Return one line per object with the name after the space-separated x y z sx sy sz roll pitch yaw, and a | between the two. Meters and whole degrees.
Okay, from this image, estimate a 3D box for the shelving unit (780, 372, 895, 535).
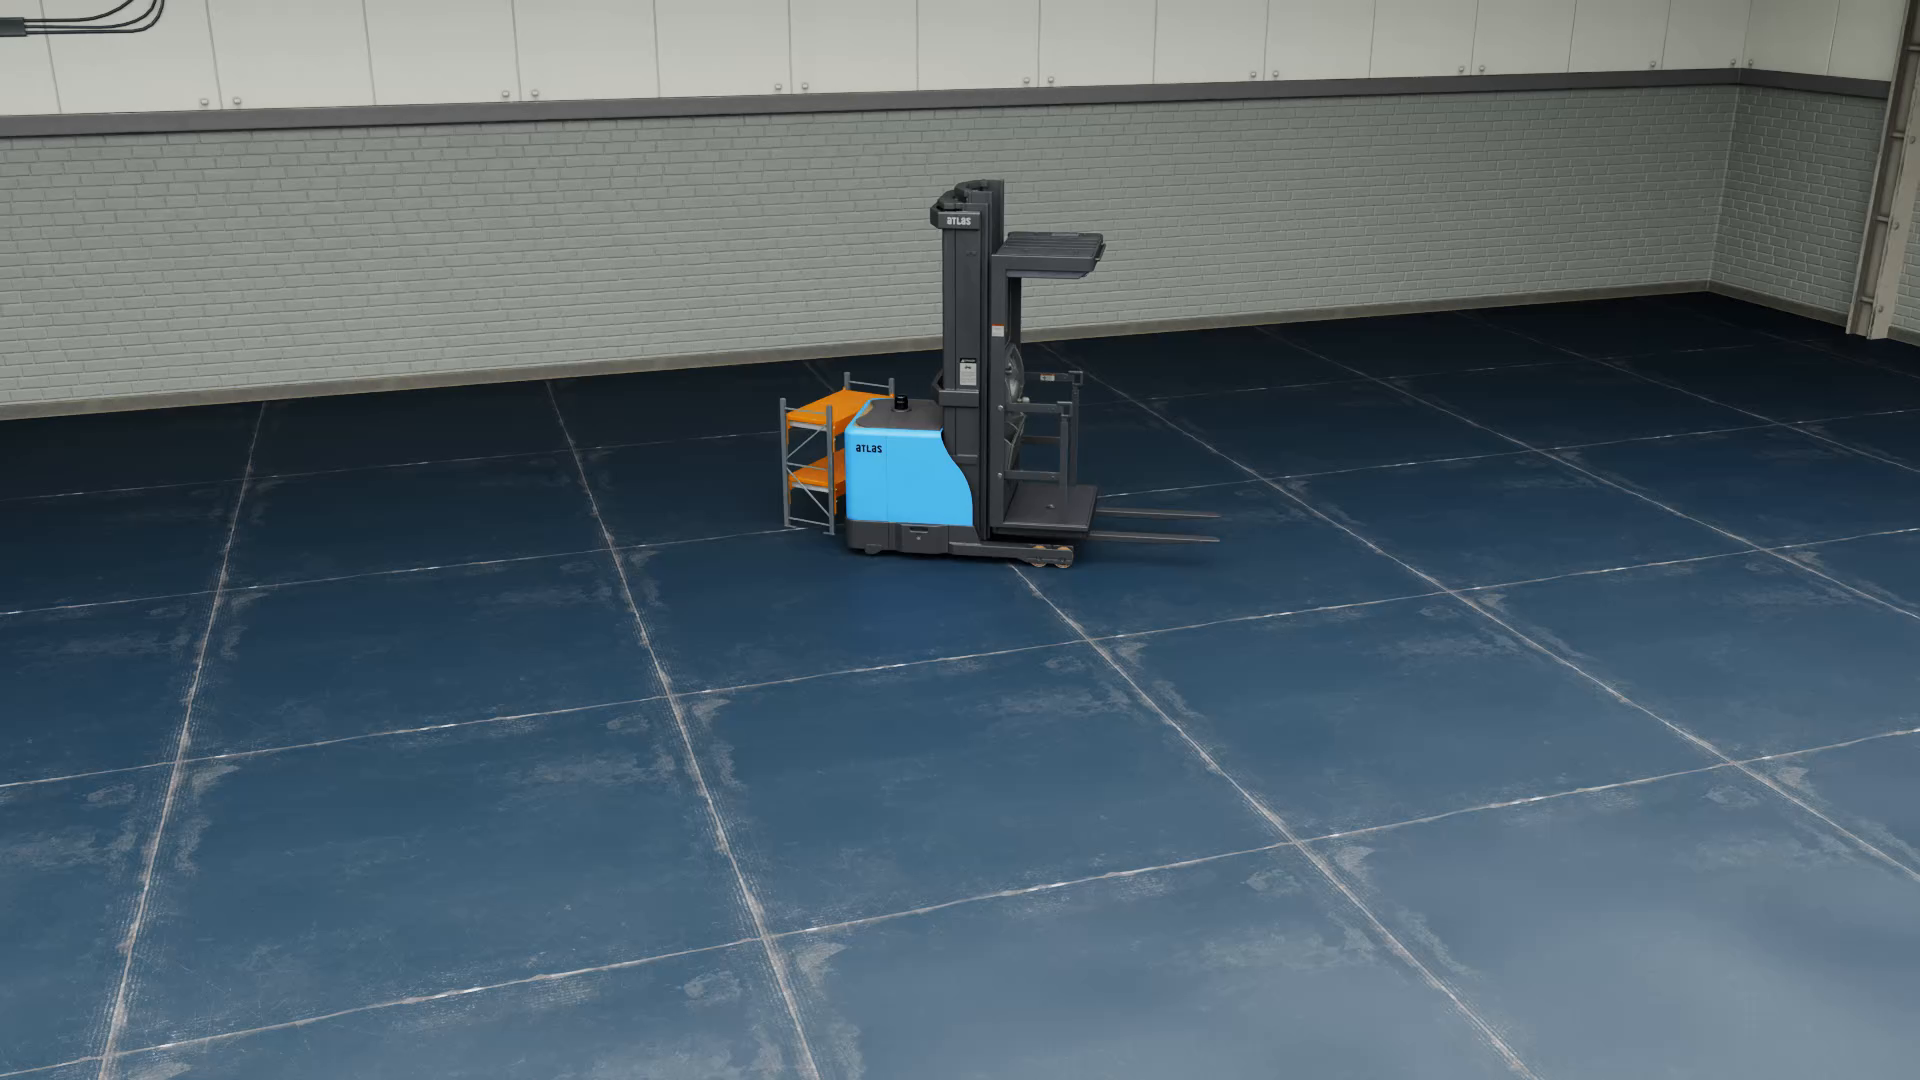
-1.038 -0.764 14.380 0.538 1.125 1.048 10 22 26 | shelving unit

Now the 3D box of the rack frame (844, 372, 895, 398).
-0.798 -0.916 14.802 0.500 1.125 0.032 10 22 26 | rack frame

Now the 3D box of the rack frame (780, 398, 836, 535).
-1.277 -0.612 13.958 0.500 1.125 0.032 10 22 26 | rack frame

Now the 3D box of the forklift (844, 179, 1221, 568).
0.623 -1.348 13.333 3.031 2.935 1.130 3 20 8 | forklift

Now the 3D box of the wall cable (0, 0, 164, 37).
-9.009 -7.187 15.582 2.305 6.003 0.169 -6 21 -17 | wall cable

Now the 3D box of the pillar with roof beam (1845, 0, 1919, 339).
7.461 -6.386 18.384 9.100 9.000 0.400 -6 21 -17 | pillar with roof beam

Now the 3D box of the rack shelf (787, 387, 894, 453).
-1.038 -1.040 14.281 0.538 0.278 1.000 10 22 26 | rack shelf

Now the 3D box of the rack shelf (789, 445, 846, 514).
-1.038 -0.534 14.463 0.538 0.278 1.000 10 22 26 | rack shelf
